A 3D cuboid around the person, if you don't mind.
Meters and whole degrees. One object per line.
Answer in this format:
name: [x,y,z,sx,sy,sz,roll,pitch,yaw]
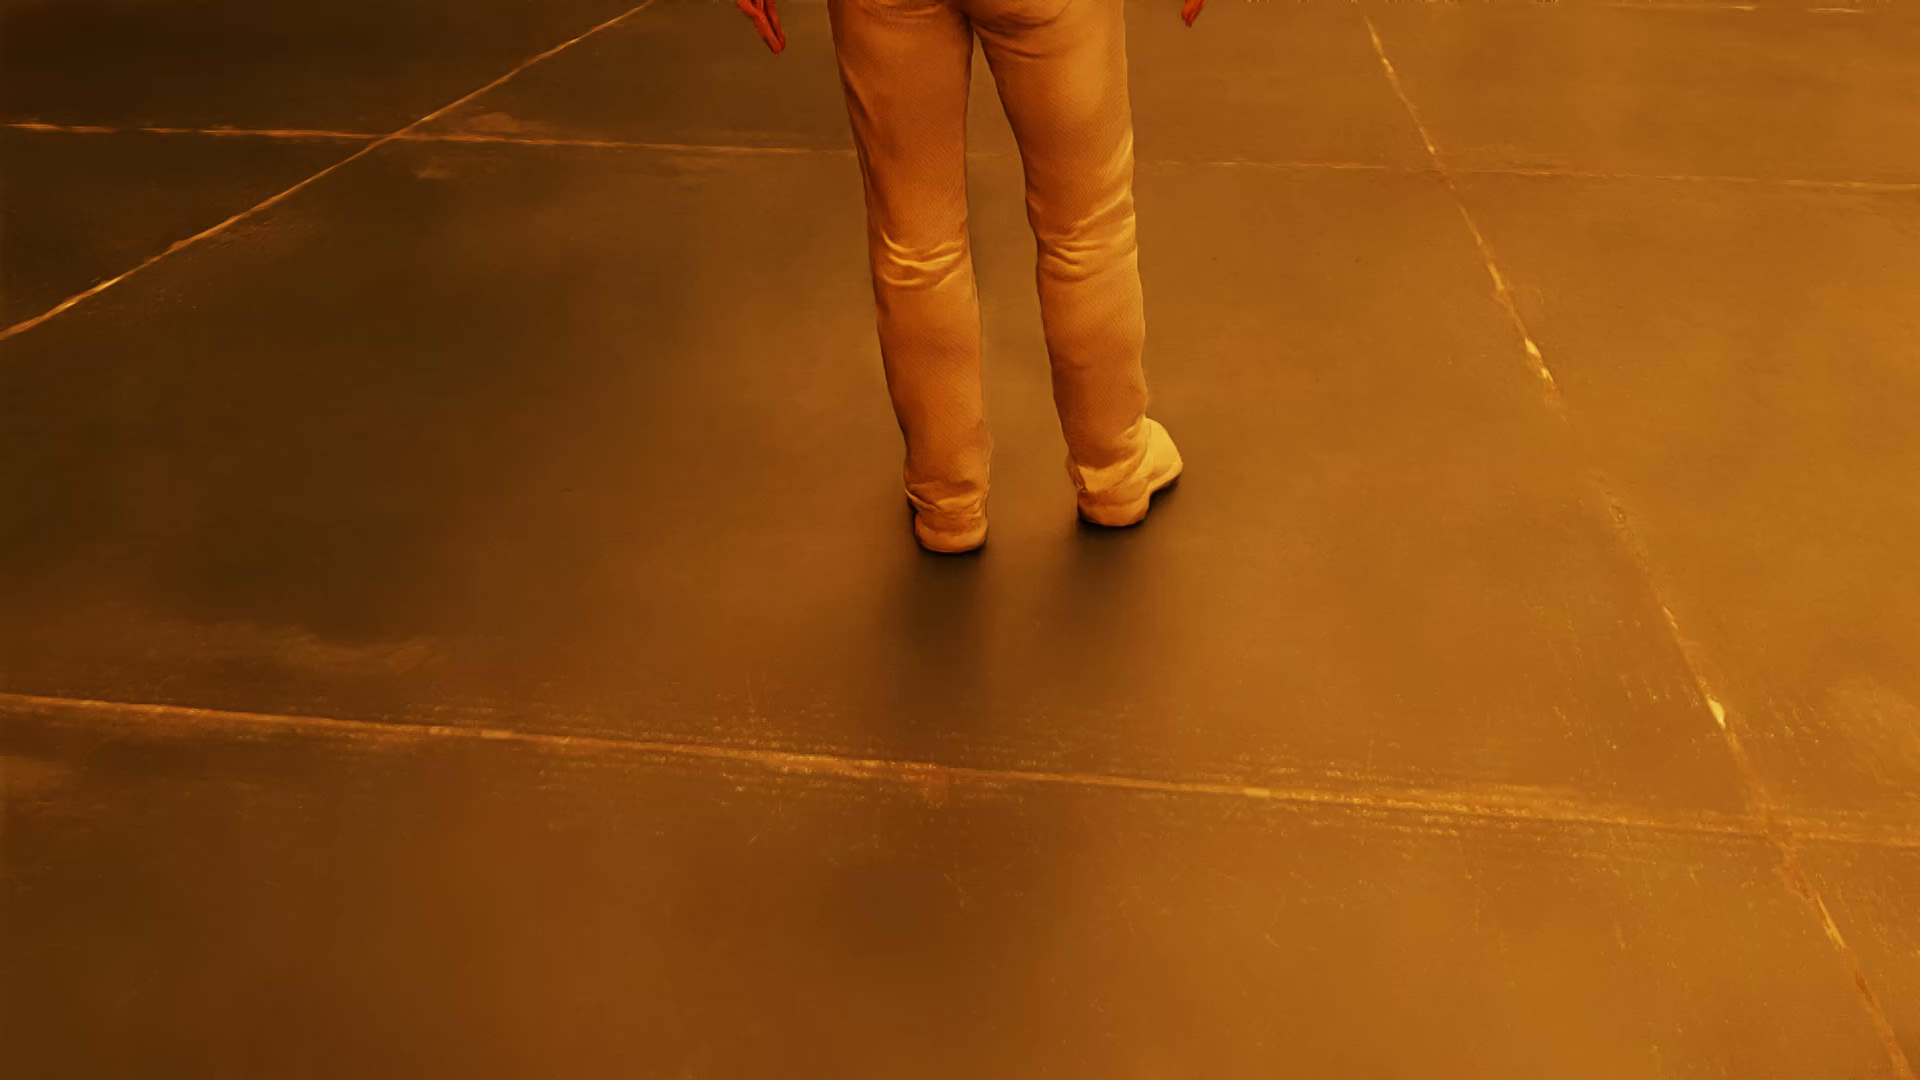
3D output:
person: [0.015,-0.824,2.165,0.665,1.760,0.575,3,27,7]
